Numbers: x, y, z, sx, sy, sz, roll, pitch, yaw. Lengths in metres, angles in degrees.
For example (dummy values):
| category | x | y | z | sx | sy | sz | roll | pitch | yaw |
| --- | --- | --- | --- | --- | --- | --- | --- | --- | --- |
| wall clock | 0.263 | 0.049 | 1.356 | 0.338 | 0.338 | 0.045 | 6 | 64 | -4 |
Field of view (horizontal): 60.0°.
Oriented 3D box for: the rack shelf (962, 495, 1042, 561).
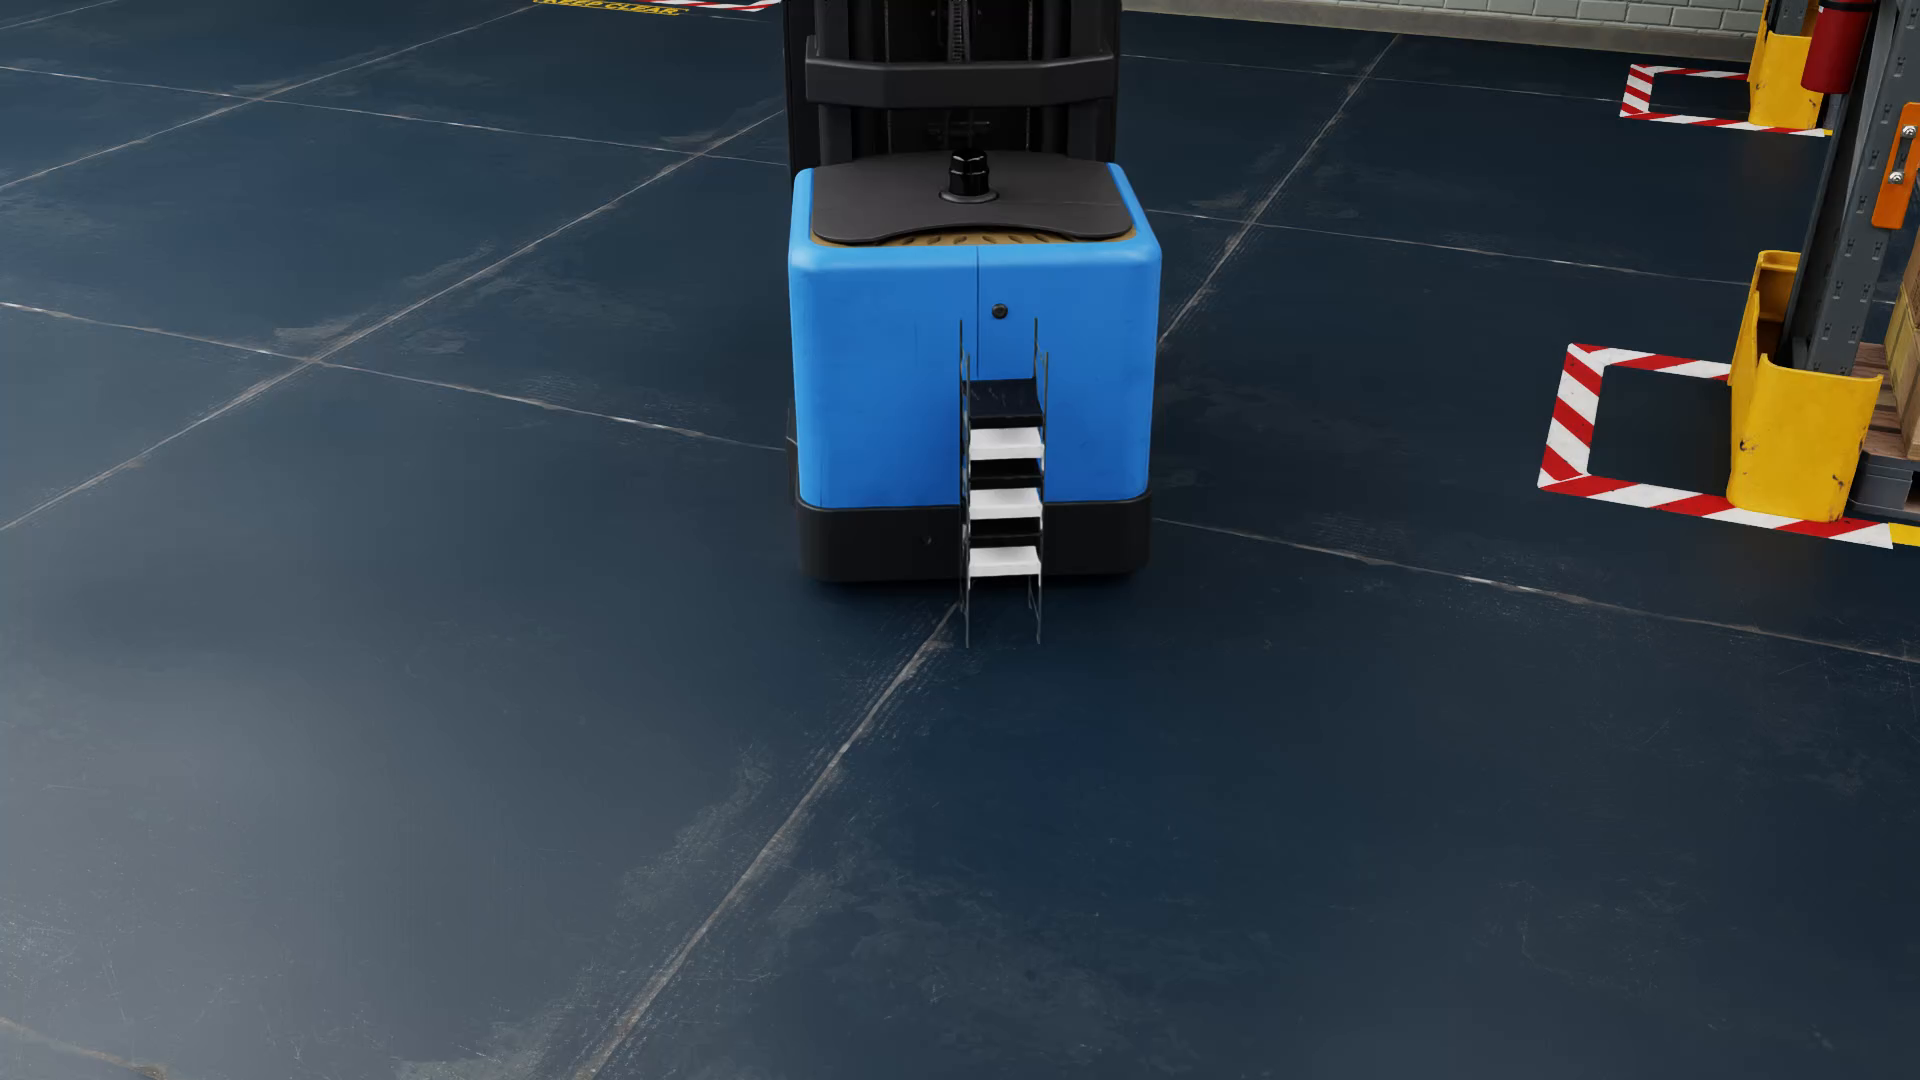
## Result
| category | x | y | z | sx | sy | sz | roll | pitch | yaw |
| --- | --- | --- | --- | --- | --- | --- | --- | --- | --- |
| rack shelf | 0.113 | -0.039 | 4.656 | 0.200 | 0.077 | 0.258 | -2 | 30 | -4 |

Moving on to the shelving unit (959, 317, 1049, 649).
| category | x | y | z | sx | sy | sz | roll | pitch | yaw |
| --- | --- | --- | --- | --- | --- | --- | --- | --- | --- |
| shelving unit | 0.113 | -0.147 | 4.595 | 0.210 | 0.900 | 0.258 | -2 | 30 | -4 |

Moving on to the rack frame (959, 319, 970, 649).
| category | x | y | z | sx | sy | sz | roll | pitch | yaw |
| --- | --- | --- | --- | --- | --- | --- | --- | --- | --- |
| rack frame | 0.012 | -0.142 | 4.587 | 0.006 | 0.900 | 0.240 | -2 | 30 | -4 |

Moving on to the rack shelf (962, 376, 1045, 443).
| category | x | y | z | sx | sy | sz | roll | pitch | yaw |
| --- | --- | --- | --- | --- | --- | --- | --- | --- | --- |
| rack shelf | 0.113 | -0.353 | 4.479 | 0.200 | 0.077 | 0.258 | -2 | 30 | -4 |

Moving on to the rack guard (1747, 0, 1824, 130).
| category | x | y | z | sx | sy | sz | roll | pitch | yaw |
| --- | --- | --- | --- | --- | --- | --- | --- | --- | --- |
| rack guard | 4.840 | -2.801 | 9.698 | 0.348 | 0.500 | 1.175 | 11 | 31 | 19 |

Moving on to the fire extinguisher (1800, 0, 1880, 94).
| category | x | y | z | sx | sy | sz | roll | pitch | yaw |
| --- | --- | --- | --- | --- | --- | --- | --- | --- | --- |
| fire extinguisher | 2.976 | -1.844 | 5.543 | 0.183 | 0.674 | 0.296 | 11 | 31 | 19 |

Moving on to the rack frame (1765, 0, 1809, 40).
| category | x | y | z | sx | sy | sz | roll | pitch | yaw |
| --- | --- | --- | --- | --- | --- | --- | --- | --- | --- |
| rack frame | 4.769 | -3.903 | 9.107 | 0.127 | 3.000 | 1.000 | 11 | 31 | 19 |

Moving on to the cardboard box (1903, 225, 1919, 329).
| category | x | y | z | sx | sy | sz | roll | pitch | yaw |
| --- | --- | --- | --- | --- | --- | --- | --- | --- | --- |
| cardboard box | 3.519 | -0.993 | 5.563 | 0.500 | 0.500 | 0.500 | 11 | 31 | 19 |

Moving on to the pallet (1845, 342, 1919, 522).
| category | x | y | z | sx | sy | sz | roll | pitch | yaw |
| --- | --- | --- | --- | --- | --- | --- | --- | --- | --- |
| pallet | 3.635 | -0.308 | 5.580 | 1.213 | 0.211 | 1.003 | 11 | 31 | 19 |

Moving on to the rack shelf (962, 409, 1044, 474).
| category | x | y | z | sx | sy | sz | roll | pitch | yaw |
| --- | --- | --- | --- | --- | --- | --- | --- | --- | --- |
| rack shelf | 0.113 | -0.274 | 4.523 | 0.200 | 0.077 | 0.258 | -2 | 30 | -4 |

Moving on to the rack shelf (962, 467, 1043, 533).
| category | x | y | z | sx | sy | sz | roll | pitch | yaw |
| --- | --- | --- | --- | --- | --- | --- | --- | --- | --- |
| rack shelf | 0.113 | -0.118 | 4.612 | 0.200 | 0.077 | 0.258 | -2 | 30 | -4 |

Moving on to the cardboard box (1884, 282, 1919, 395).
| category | x | y | z | sx | sy | sz | roll | pitch | yaw |
| --- | --- | --- | --- | --- | --- | --- | --- | --- | --- |
| cardboard box | 3.518 | -0.665 | 5.746 | 0.500 | 0.250 | 0.500 | 11 | 31 | 19 |

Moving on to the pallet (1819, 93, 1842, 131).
| category | x | y | z | sx | sy | sz | roll | pitch | yaw |
| --- | --- | --- | --- | --- | --- | --- | --- | --- | --- |
| pallet | 5.579 | -2.509 | 9.474 | 1.213 | 0.211 | 1.003 | 11 | 31 | 19 |

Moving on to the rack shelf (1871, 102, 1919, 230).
| category | x | y | z | sx | sy | sz | roll | pitch | yaw |
| --- | --- | --- | --- | --- | --- | --- | --- | --- | --- |
| rack shelf | 4.764 | -0.961 | 4.632 | 4.000 | 0.370 | 1.077 | 11 | 31 | 19 |

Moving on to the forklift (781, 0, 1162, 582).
| category | x | y | z | sx | sy | sz | roll | pitch | yaw |
| --- | --- | --- | --- | --- | --- | --- | --- | --- | --- |
| forklift | -0.042 | -1.844 | 5.534 | 1.130 | 2.935 | 3.031 | -2 | 30 | -3 |

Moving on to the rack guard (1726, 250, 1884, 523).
| category | x | y | z | sx | sy | sz | roll | pitch | yaw |
| --- | --- | --- | --- | --- | --- | --- | --- | --- | --- |
| rack guard | 2.888 | -0.560 | 5.733 | 0.348 | 0.500 | 1.175 | 11 | 31 | 19 |

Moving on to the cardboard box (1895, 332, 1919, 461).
| category | x | y | z | sx | sy | sz | roll | pitch | yaw |
| --- | --- | --- | --- | --- | --- | --- | --- | --- | --- |
| cardboard box | 3.324 | -0.429 | 5.328 | 0.500 | 0.250 | 0.500 | 11 | 31 | 19 |

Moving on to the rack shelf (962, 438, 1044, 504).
| category | x | y | z | sx | sy | sz | roll | pitch | yaw |
| --- | --- | --- | --- | --- | --- | --- | --- | --- | --- |
| rack shelf | 0.113 | -0.196 | 4.567 | 0.200 | 0.077 | 0.258 | -2 | 30 | -4 |

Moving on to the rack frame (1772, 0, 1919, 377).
| category | x | y | z | sx | sy | sz | roll | pitch | yaw |
| --- | --- | --- | --- | --- | --- | --- | --- | --- | --- |
| rack frame | 2.910 | -1.644 | 5.110 | 0.127 | 3.000 | 1.000 | 11 | 31 | 19 |

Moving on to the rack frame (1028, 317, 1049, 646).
| category | x | y | z | sx | sy | sz | roll | pitch | yaw |
| --- | --- | --- | --- | --- | --- | --- | --- | --- | --- |
| rack frame | 0.215 | -0.151 | 4.603 | 0.006 | 0.900 | 0.240 | -2 | 30 | -4 |

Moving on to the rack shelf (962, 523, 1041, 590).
| category | x | y | z | sx | sy | sz | roll | pitch | yaw |
| --- | --- | --- | --- | --- | --- | --- | --- | --- | --- |
| rack shelf | 0.113 | 0.039 | 4.700 | 0.200 | 0.077 | 0.258 | -2 | 30 | -4 |
